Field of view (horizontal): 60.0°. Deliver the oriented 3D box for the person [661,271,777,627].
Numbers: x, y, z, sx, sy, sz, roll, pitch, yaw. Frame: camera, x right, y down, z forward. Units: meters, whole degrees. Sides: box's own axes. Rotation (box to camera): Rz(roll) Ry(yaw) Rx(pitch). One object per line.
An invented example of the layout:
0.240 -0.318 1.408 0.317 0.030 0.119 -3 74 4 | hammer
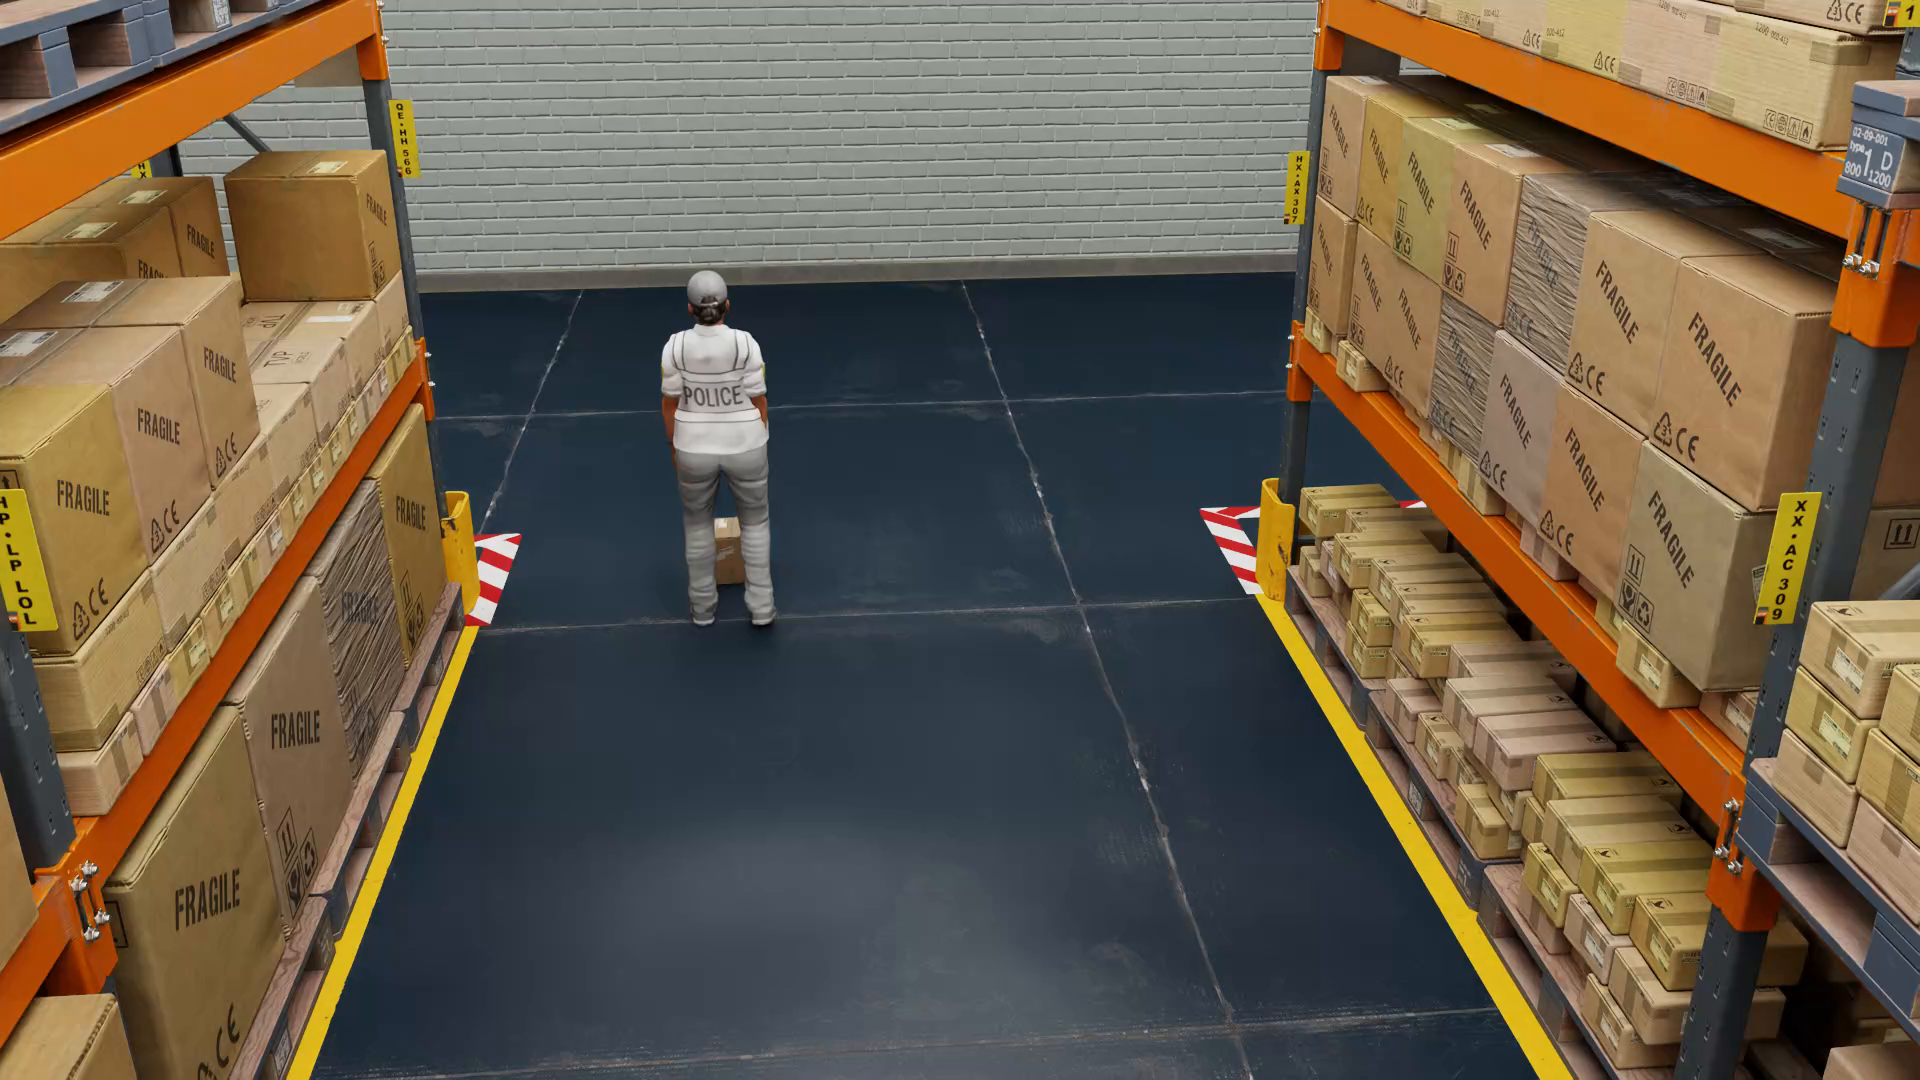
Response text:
-1.094 -0.393 7.525 0.468 1.684 0.390 -2 24 -4 | person
